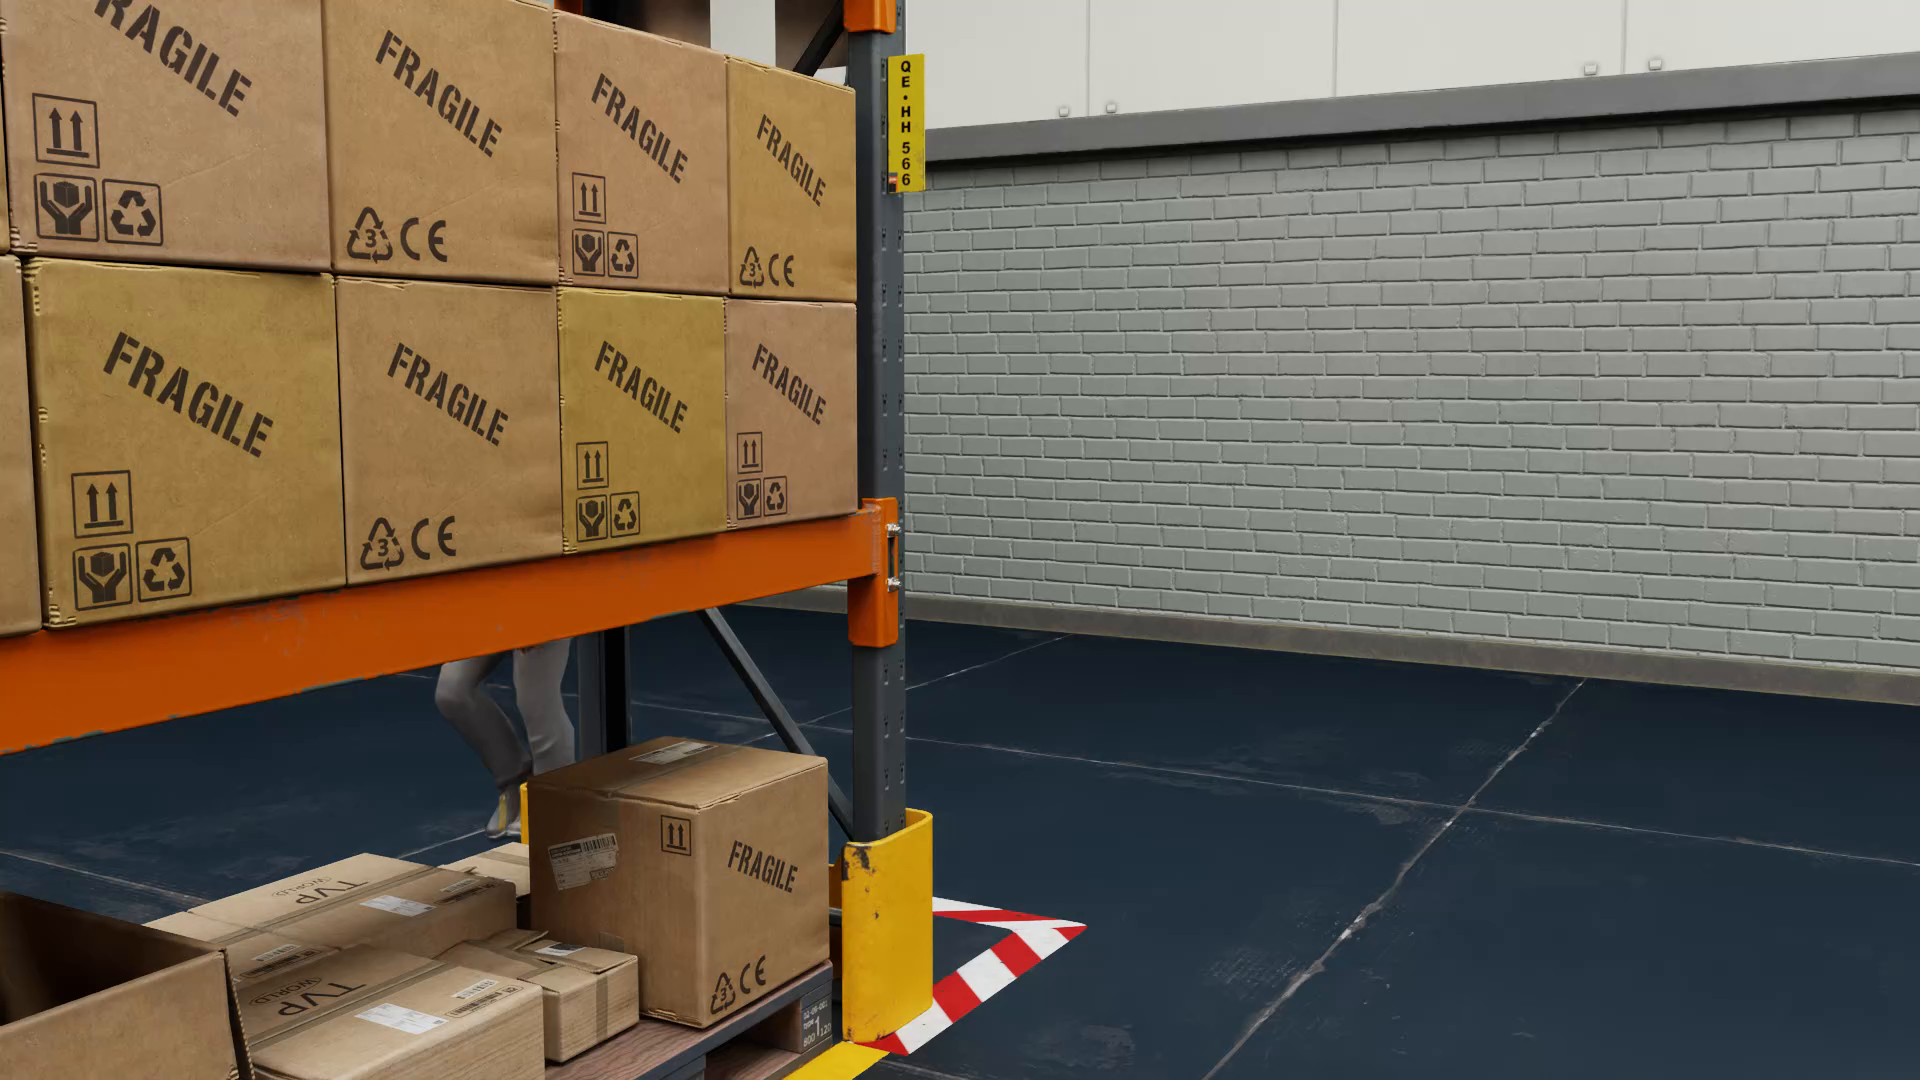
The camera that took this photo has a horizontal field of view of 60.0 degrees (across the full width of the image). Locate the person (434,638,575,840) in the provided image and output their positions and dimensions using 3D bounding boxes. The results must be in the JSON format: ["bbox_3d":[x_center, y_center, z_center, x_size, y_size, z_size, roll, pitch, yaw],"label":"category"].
[{"bbox_3d":[-1.527,0.206,5.690,0.433,1.718,0.439,5,8,37],"label":"person"}]
